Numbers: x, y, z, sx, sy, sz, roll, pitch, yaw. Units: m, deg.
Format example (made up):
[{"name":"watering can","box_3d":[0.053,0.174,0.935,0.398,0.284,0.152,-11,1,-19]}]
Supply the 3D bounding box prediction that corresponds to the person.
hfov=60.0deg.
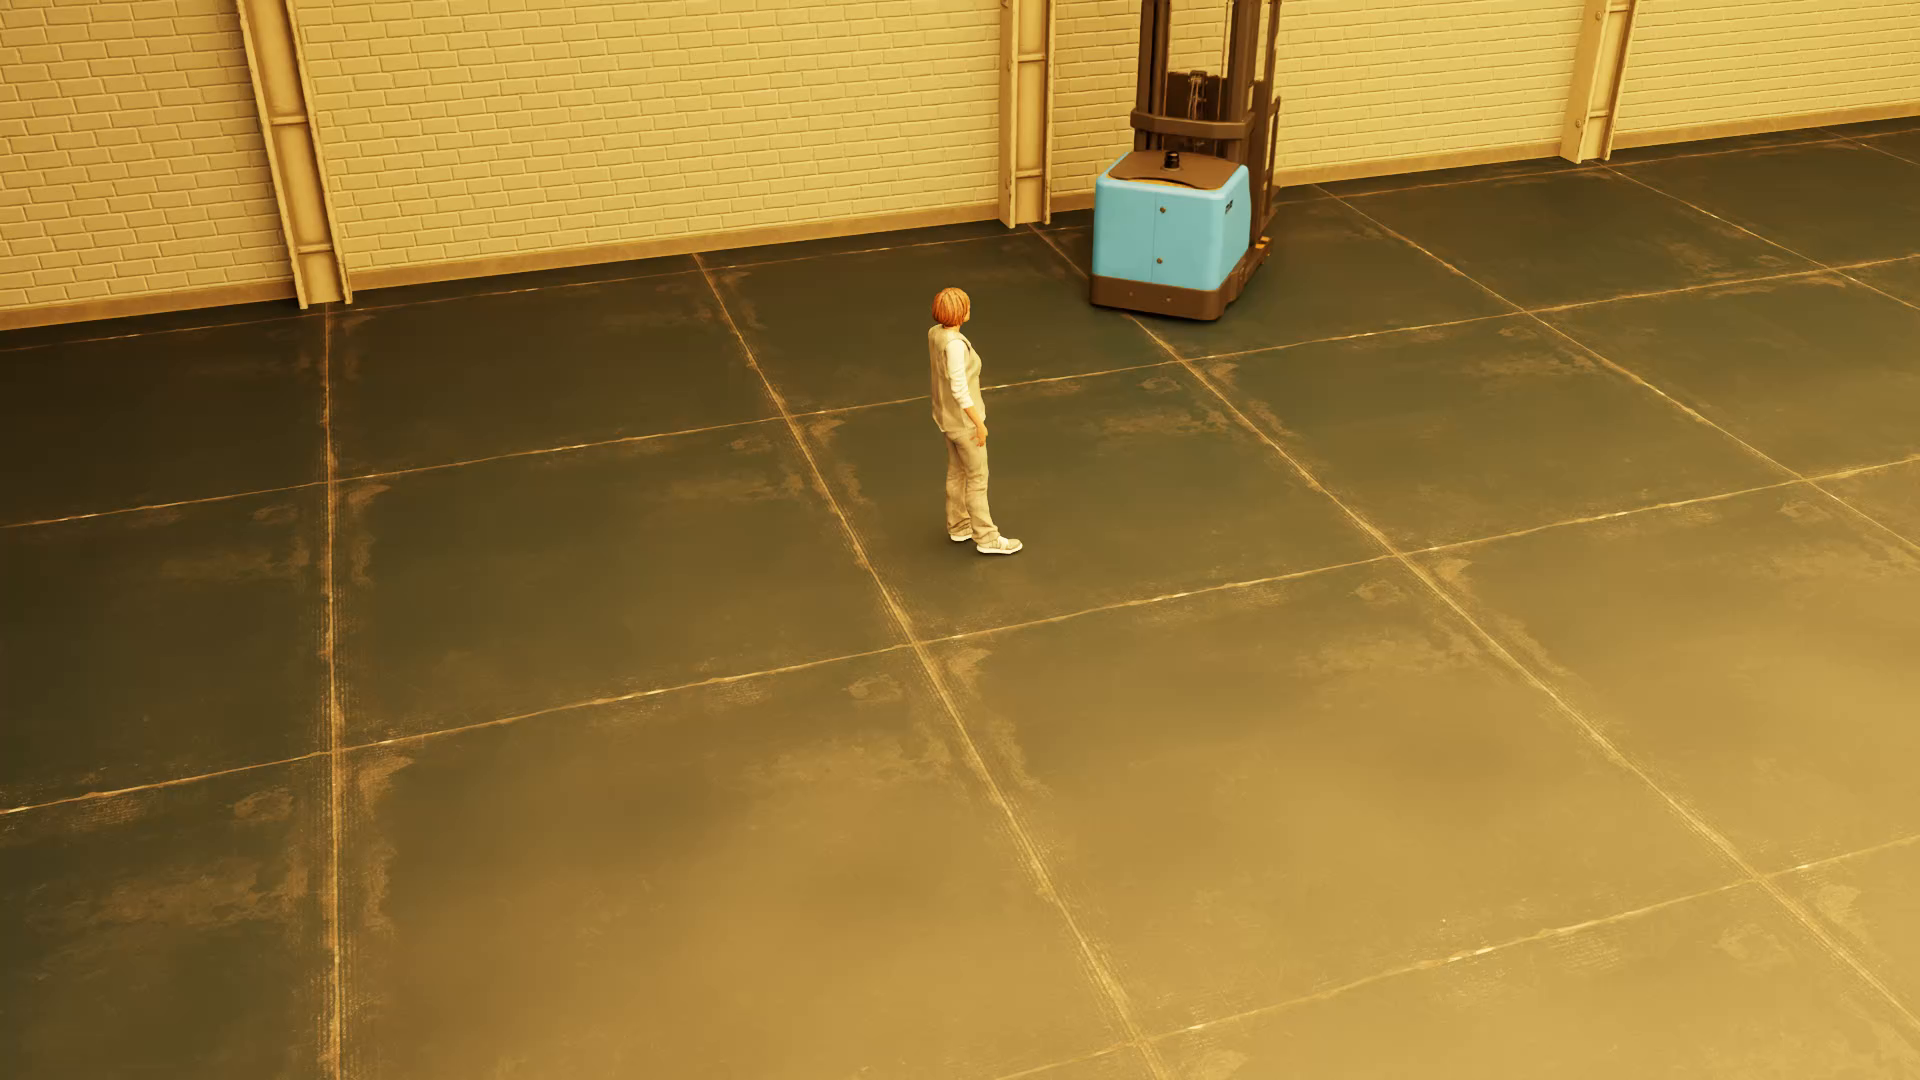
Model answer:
[{"name":"person","box_3d":[0.075,-0.704,9.634,0.473,1.599,0.521,-10,31,-16]}]

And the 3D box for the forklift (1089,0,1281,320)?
[{"name":"forklift","box_3d":[2.044,-3.683,13.488,1.130,2.935,3.031,11,32,19]}]
